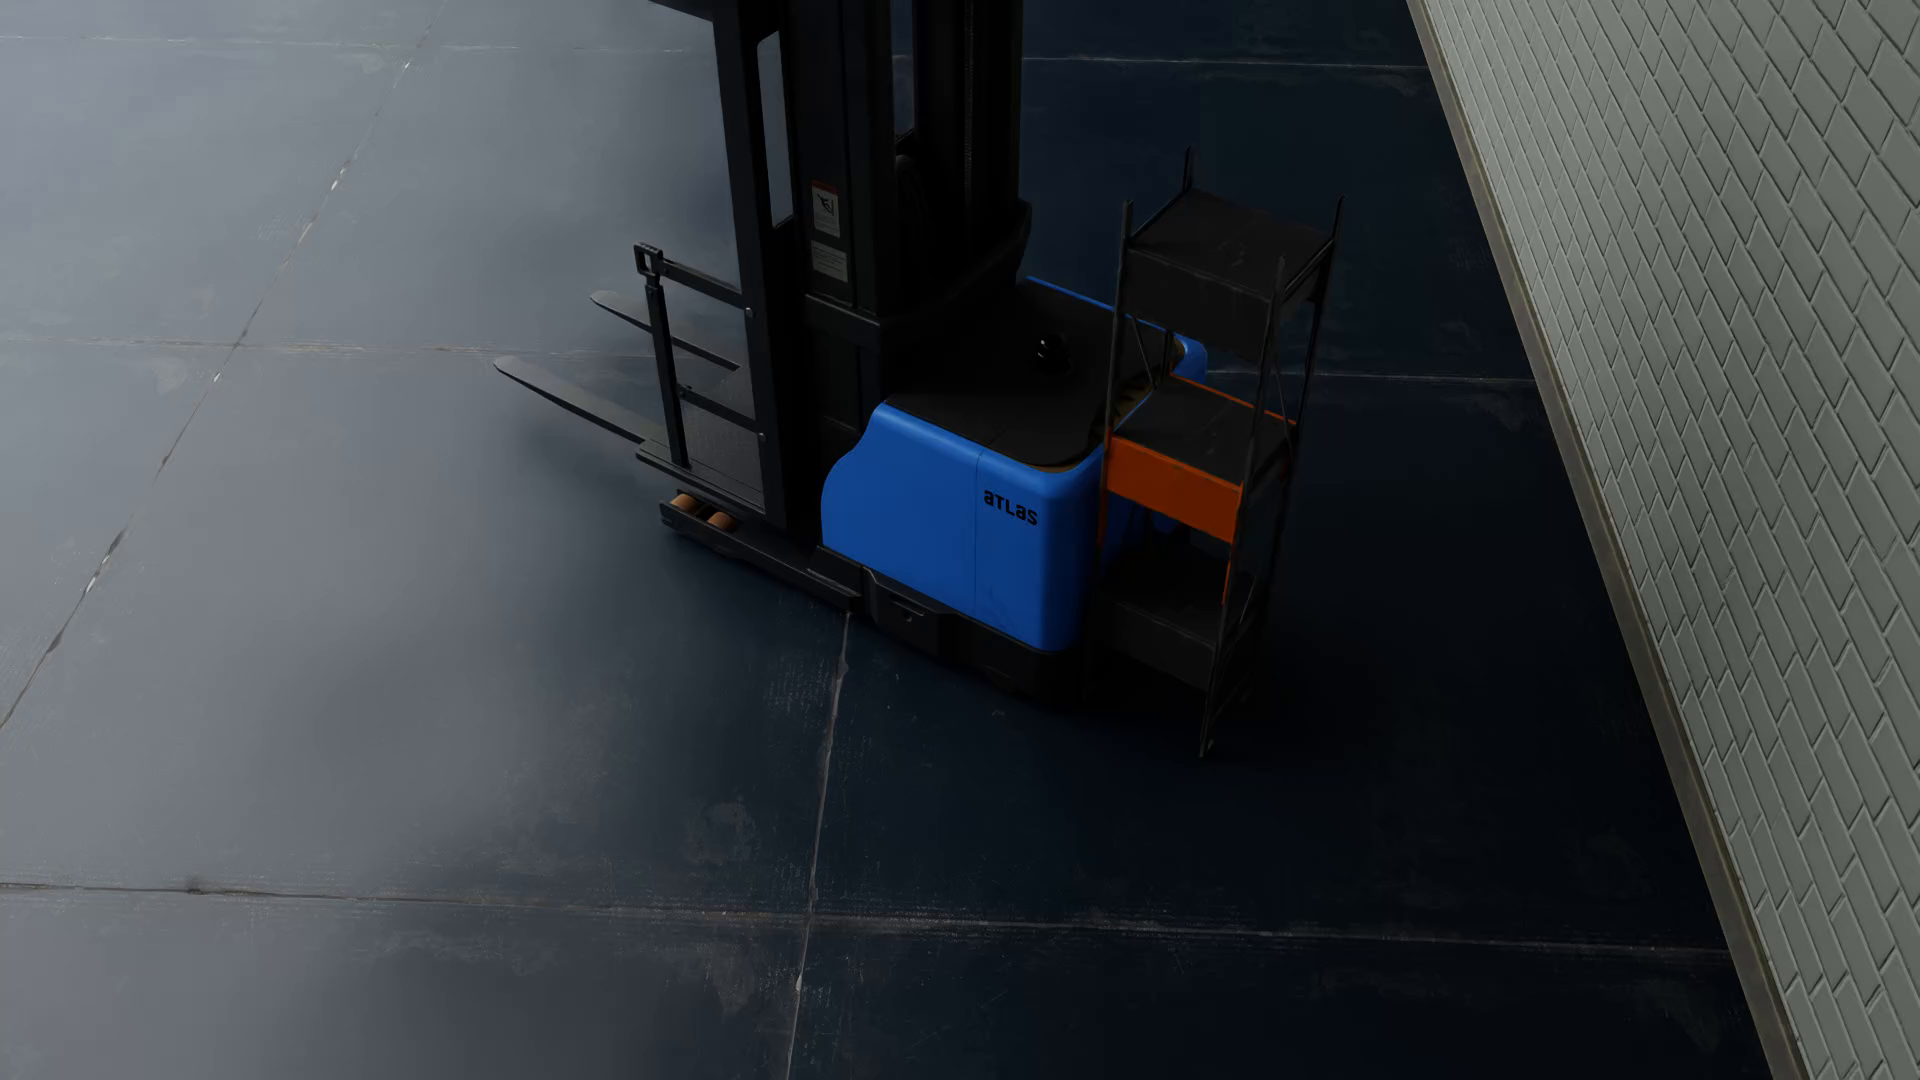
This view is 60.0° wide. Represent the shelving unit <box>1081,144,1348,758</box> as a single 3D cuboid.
[{"bbox_3d":[0.774,-0.198,5.420,0.503,2.100,0.431,25,49,24],"label":"shelving unit"}]

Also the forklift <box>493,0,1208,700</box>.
[{"bbox_3d":[-0.603,-1.289,5.983,3.031,2.935,1.130,25,48,24],"label":"forklift"}]

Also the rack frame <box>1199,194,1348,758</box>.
[{"bbox_3d":[0.976,-0.104,5.321,0.015,2.100,0.400,25,49,24],"label":"rack frame"}]

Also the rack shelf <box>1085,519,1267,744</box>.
[{"bbox_3d":[0.770,0.322,5.908,0.480,0.518,0.431,25,49,24],"label":"rack shelf"}]

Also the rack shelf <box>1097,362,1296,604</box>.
[{"bbox_3d":[0.774,-0.189,5.429,0.480,0.518,0.431,25,49,24],"label":"rack shelf"}]

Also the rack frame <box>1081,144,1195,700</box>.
[{"bbox_3d":[0.572,-0.293,5.519,0.015,2.100,0.400,25,49,24],"label":"rack frame"}]

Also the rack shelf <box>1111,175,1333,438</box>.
[{"bbox_3d":[0.778,-0.699,4.950,0.480,0.518,0.431,25,49,24],"label":"rack shelf"}]
